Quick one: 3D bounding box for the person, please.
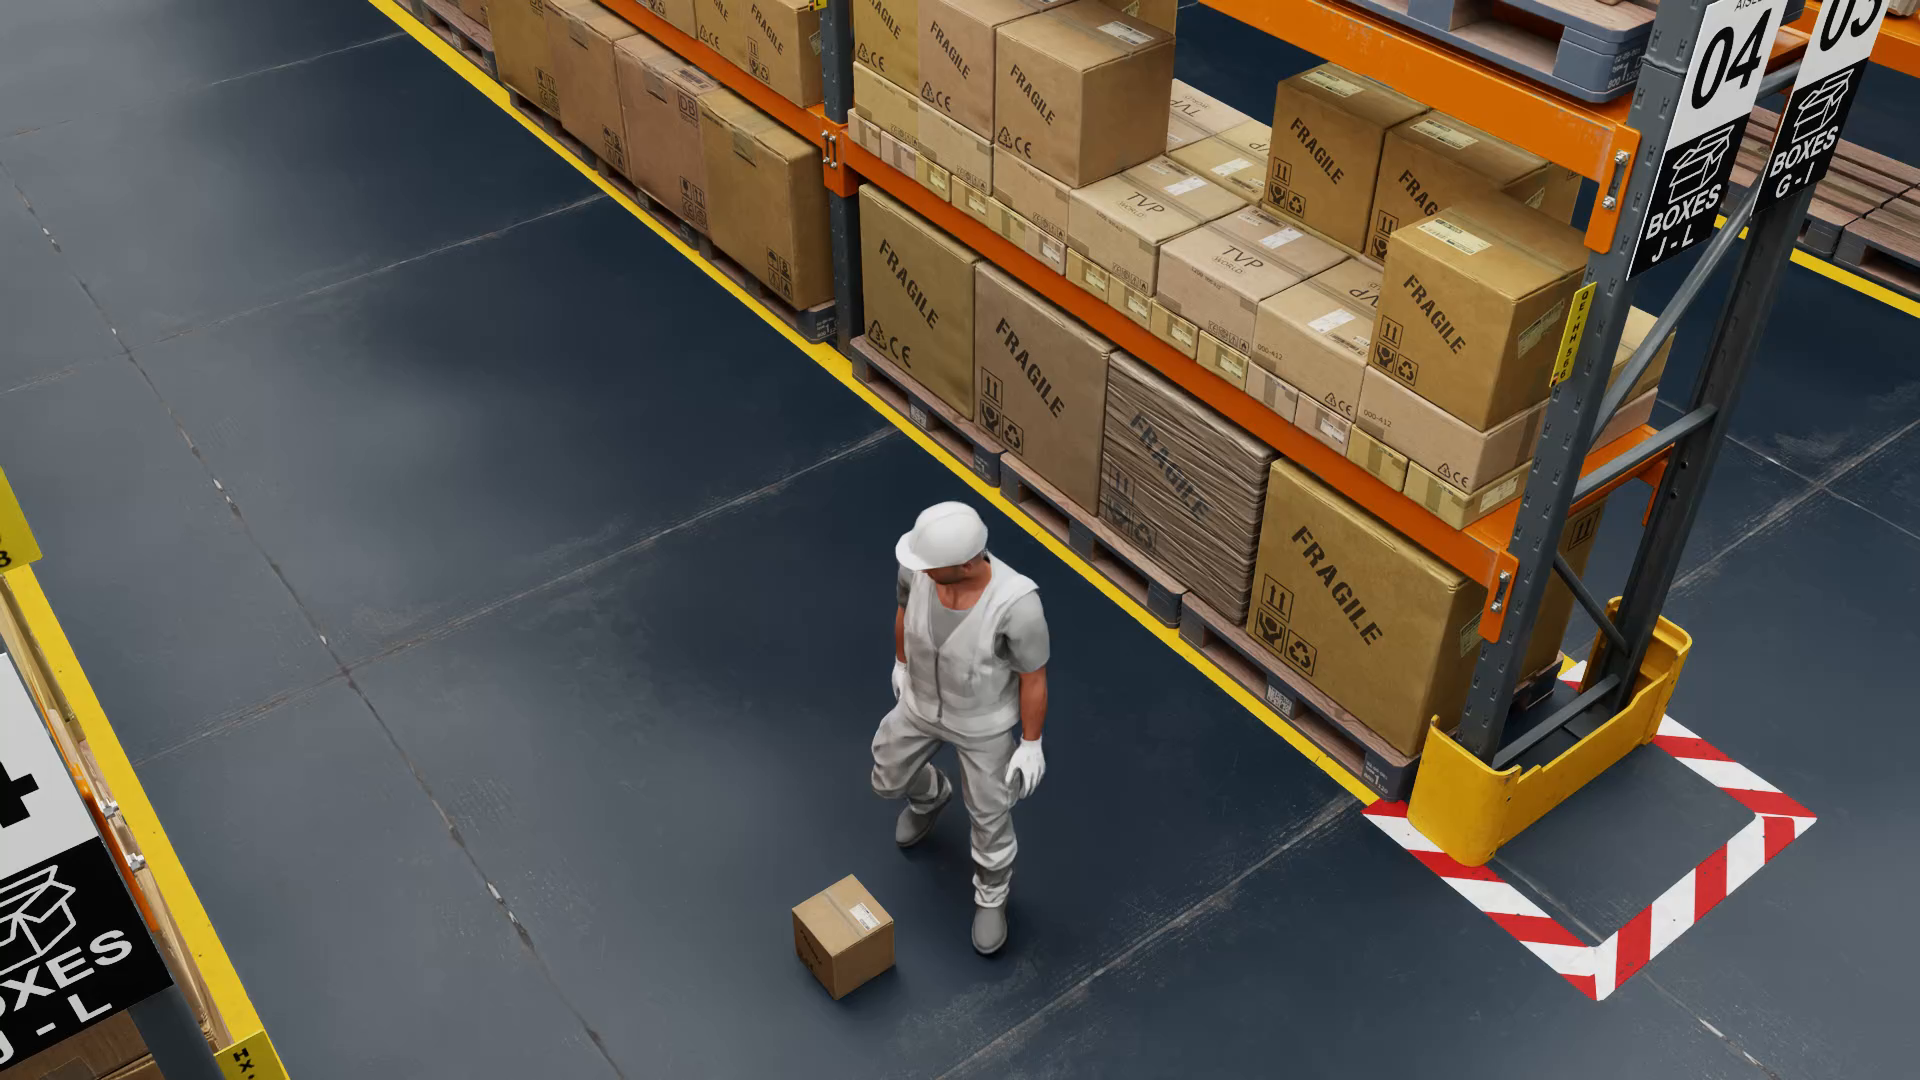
[{"bbox_3d":[0.013,0.558,5.454,0.664,1.786,0.525,20,44,22],"label":"person"}]
